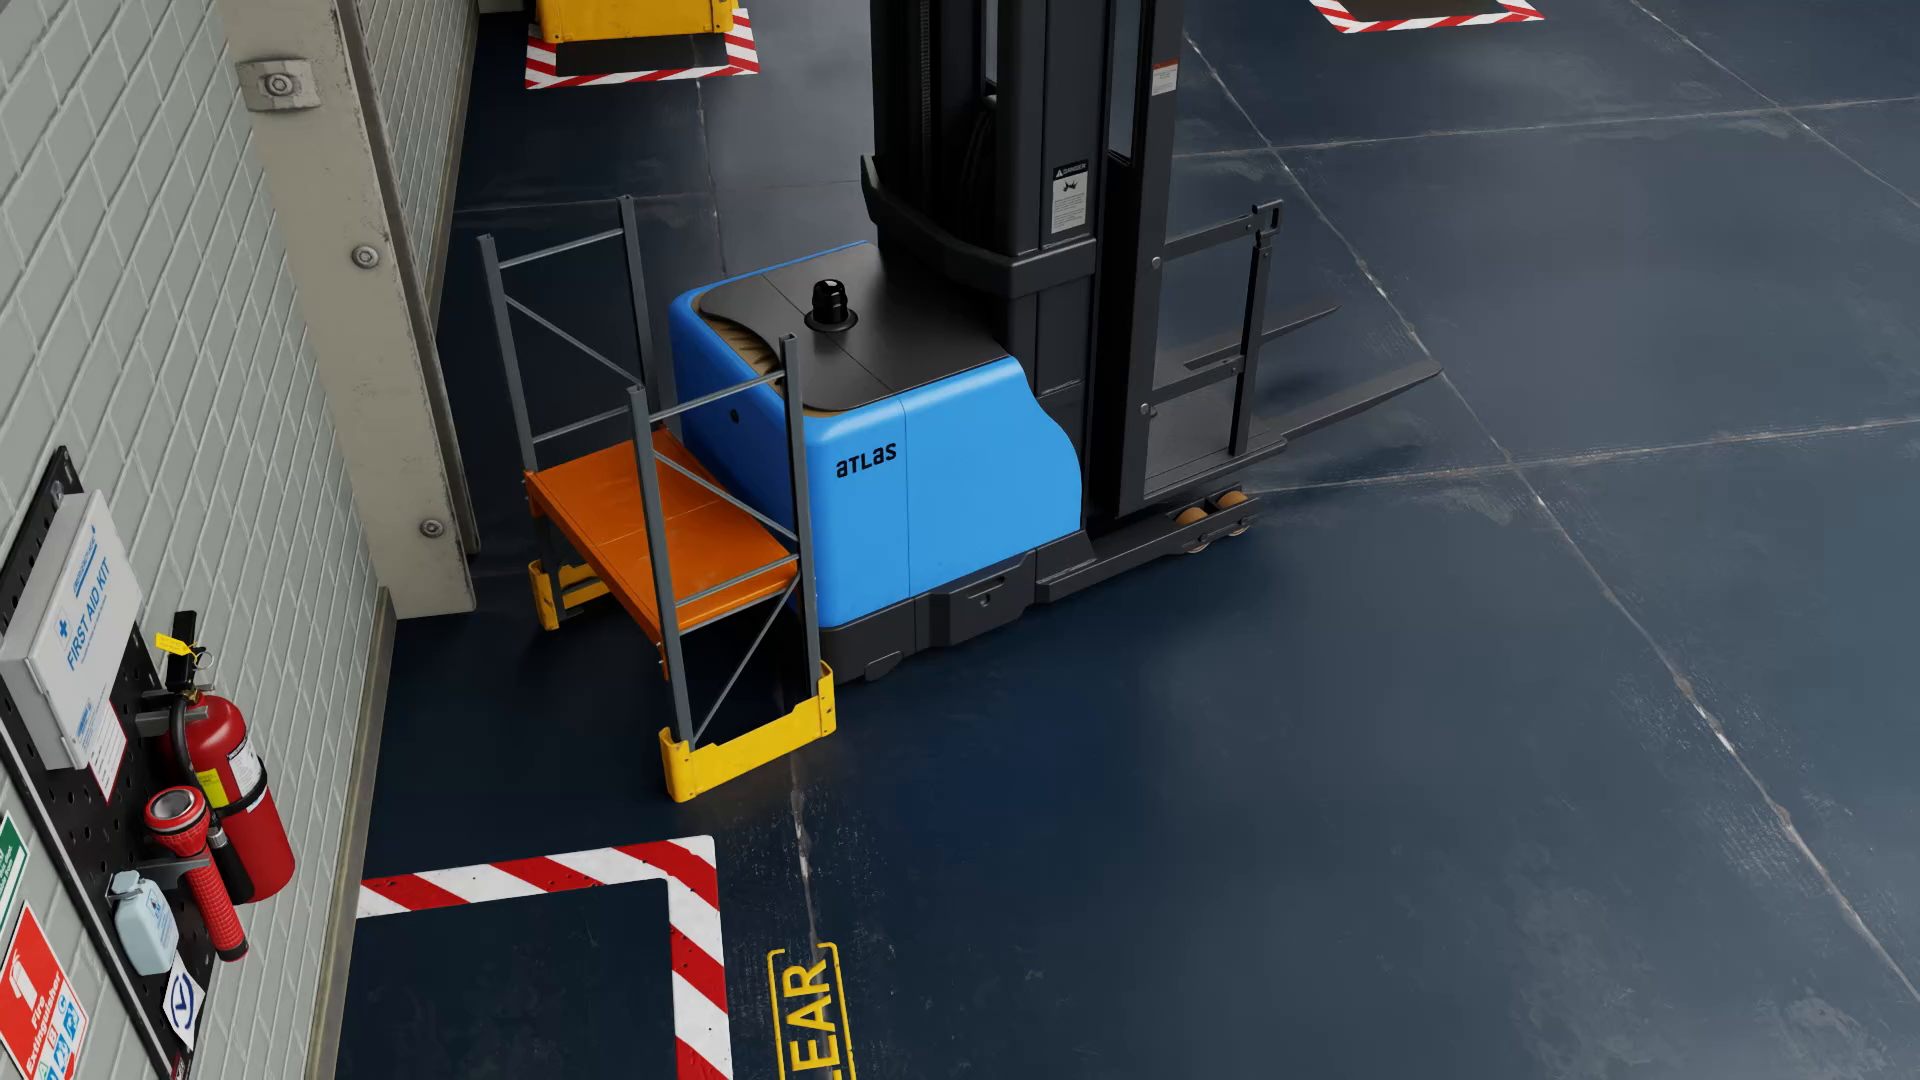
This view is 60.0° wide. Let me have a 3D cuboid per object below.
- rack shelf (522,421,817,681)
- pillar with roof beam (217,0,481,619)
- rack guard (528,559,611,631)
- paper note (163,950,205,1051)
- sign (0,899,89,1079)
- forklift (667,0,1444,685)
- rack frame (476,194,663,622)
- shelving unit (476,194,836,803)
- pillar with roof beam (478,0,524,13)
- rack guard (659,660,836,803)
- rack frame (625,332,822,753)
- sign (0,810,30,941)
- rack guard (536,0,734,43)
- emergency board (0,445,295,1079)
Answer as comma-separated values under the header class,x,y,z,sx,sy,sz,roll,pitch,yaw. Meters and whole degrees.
class,x,y,z,sx,sy,sz,roll,pitch,yaw
rack shelf,-0.942,0.006,5.313,0.538,0.185,1.000,-23,43,-27
pillar with roof beam,2.324,-3.868,3.895,9.100,9.000,0.400,-6,38,-8
rack guard,-1.230,0.101,5.916,0.587,0.250,0.087,-23,43,-27
paper note,-1.555,0.923,3.336,0.016,0.148,0.142,-6,38,-8
sign,-1.523,0.791,2.757,0.001,0.329,0.234,-6,38,-8
forklift,0.525,-1.362,5.615,3.031,2.935,1.130,-21,43,-25
rack frame,-1.232,-0.393,5.533,0.500,1.500,0.032,-23,43,-27
shelving unit,-0.948,-0.141,5.208,0.587,1.500,1.083,-23,43,-27
pillar with roof beam,1.273,-7.493,8.559,9.100,9.000,0.400,-6,38,-8
rack guard,-0.664,0.604,5.269,0.587,0.250,0.087,-23,43,-27
rack frame,-0.653,0.120,4.872,0.500,1.500,0.032,-23,43,-27
sign,-1.515,0.578,2.600,0.001,0.109,0.331,-6,38,-8
rack guard,-2.005,-3.389,10.205,1.175,0.500,0.348,-6,38,-8
emergency board,-1.518,0.460,3.212,0.194,1.169,0.643,-6,38,-8
